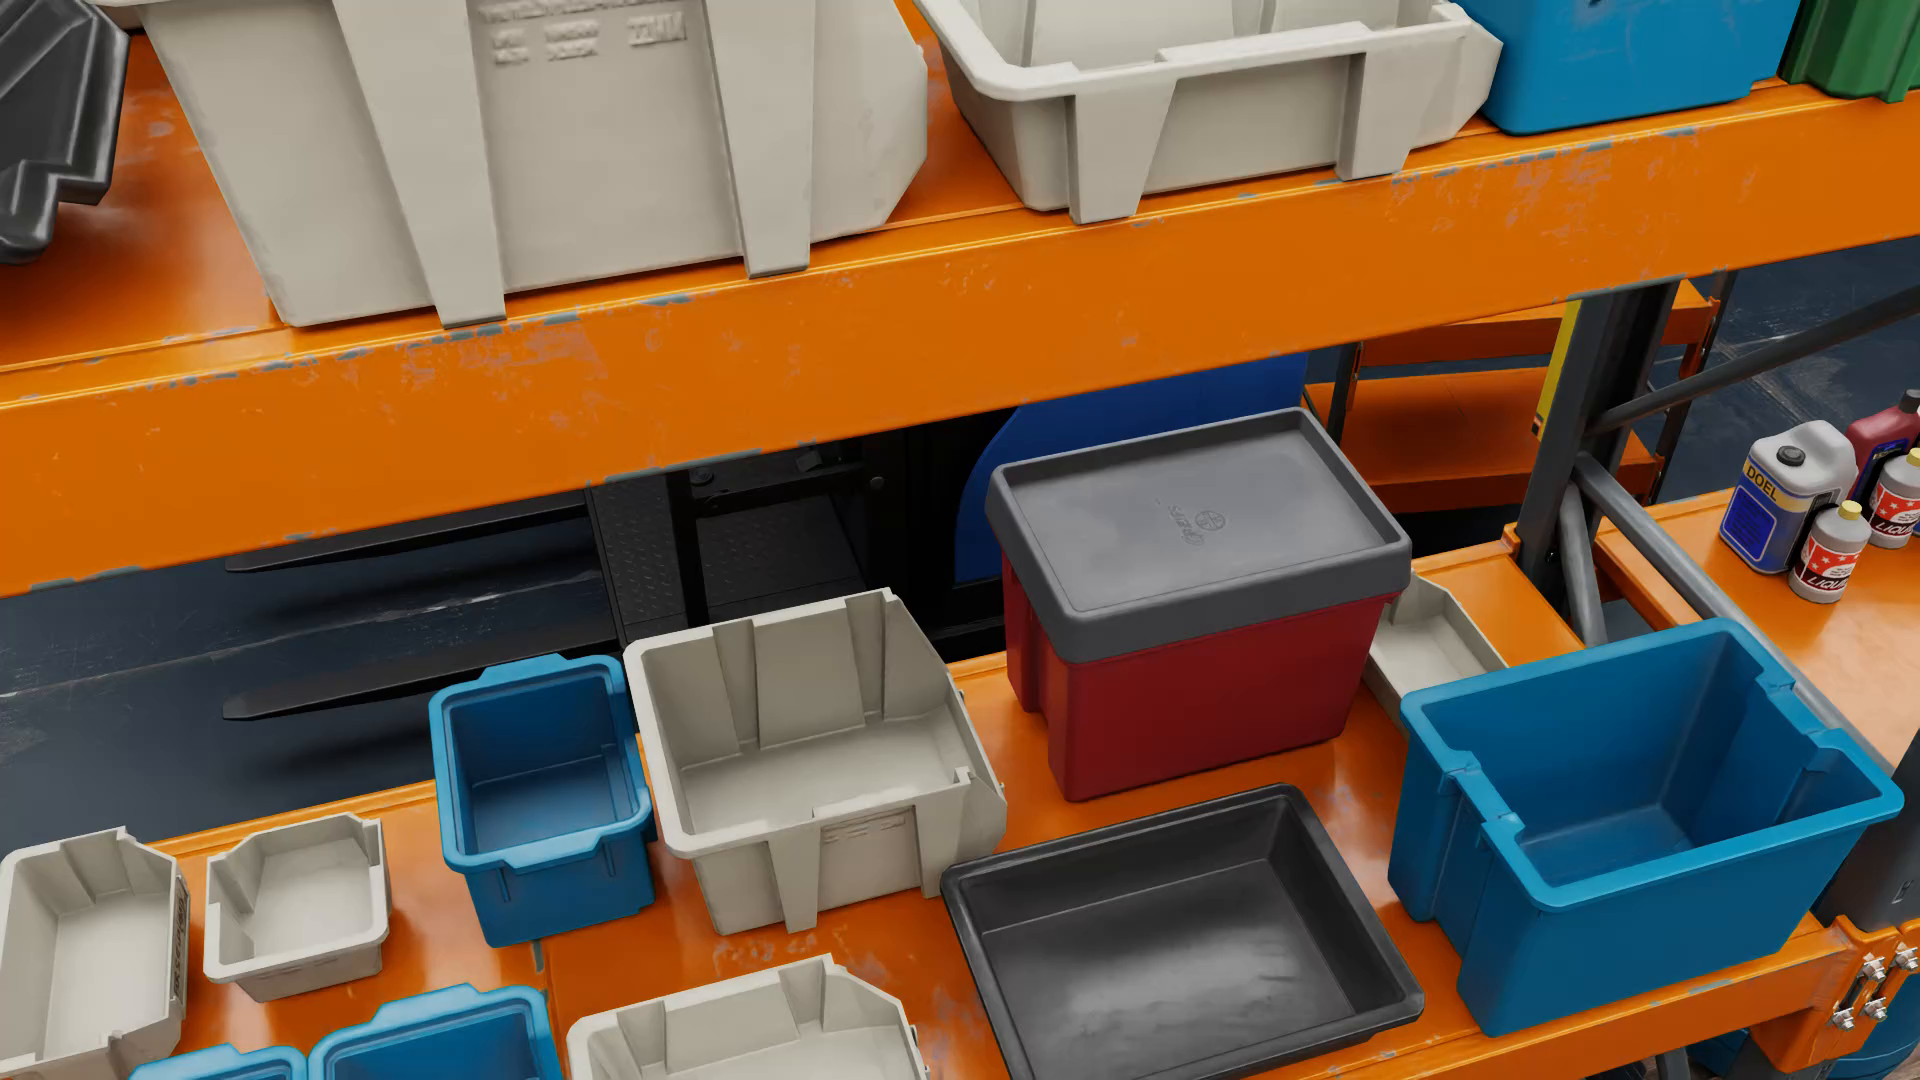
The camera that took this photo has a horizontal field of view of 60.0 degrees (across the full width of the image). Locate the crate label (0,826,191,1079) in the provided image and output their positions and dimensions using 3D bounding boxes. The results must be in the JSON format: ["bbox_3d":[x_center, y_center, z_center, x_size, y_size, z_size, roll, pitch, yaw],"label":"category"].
[{"bbox_3d":[-1.257,0.619,2.416,0.243,0.136,0.396,-12,42,-13],"label":"crate label"}]

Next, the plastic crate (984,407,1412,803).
[{"bbox_3d":[0.369,0.118,2.741,0.583,0.464,0.402,-12,42,-13],"label":"plastic crate"}]

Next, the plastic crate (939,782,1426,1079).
[{"bbox_3d":[0.309,0.616,2.428,0.590,0.125,0.437,-12,42,-13],"label":"plastic crate"}]

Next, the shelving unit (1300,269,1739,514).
[{"bbox_3d":[1.523,-0.446,4.905,1.048,1.125,0.538,-5,41,-5],"label":"shelving unit"}]

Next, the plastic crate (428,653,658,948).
[{"bbox_3d":[-0.638,0.410,2.583,0.300,0.233,0.416,-12,42,-13],"label":"plastic crate"}]

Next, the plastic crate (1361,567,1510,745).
[{"bbox_3d":[0.809,0.225,2.868,0.243,0.136,0.396,-12,42,-13],"label":"plastic crate"}]

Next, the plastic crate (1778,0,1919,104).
[{"bbox_3d":[0.983,-0.631,1.573,0.662,0.188,0.450,-12,42,-13],"label":"plastic crate"}]

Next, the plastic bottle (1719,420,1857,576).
[{"bbox_3d":[1.575,-0.088,3.166,0.135,0.276,0.152,-12,42,-13],"label":"plastic bottle"}]

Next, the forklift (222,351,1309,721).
[{"bbox_3d":[-0.600,-0.978,4.141,3.031,2.935,1.130,-12,43,-13],"label":"forklift"}]

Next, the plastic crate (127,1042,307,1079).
[{"bbox_3d":[-0.929,0.874,2.051,0.300,0.233,0.416,-12,42,-13],"label":"plastic crate"}]

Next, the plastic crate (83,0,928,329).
[{"bbox_3d":[-0.313,-0.393,1.230,0.530,0.282,0.437,-12,42,-13],"label":"plastic crate"}]

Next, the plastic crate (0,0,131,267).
[{"bbox_3d":[-0.980,-0.300,1.080,0.767,0.338,0.504,-12,42,-13],"label":"plastic crate"}]

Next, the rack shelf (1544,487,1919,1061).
[{"bbox_3d":[3.203,0.021,3.493,4.000,0.370,1.077,-12,42,-13],"label":"rack shelf"}]

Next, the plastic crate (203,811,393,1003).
[{"bbox_3d":[-0.980,0.549,2.496,0.250,0.136,0.298,-12,42,-13],"label":"plastic crate"}]

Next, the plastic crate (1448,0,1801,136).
[{"bbox_3d":[0.523,-0.541,1.436,0.300,0.233,0.416,-12,42,-13],"label":"plastic crate"}]

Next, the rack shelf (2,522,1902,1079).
[{"bbox_3d":[-0.612,0.812,2.588,4.000,0.370,1.077,-12,42,-13],"label":"rack shelf"}]

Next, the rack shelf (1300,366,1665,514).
[{"bbox_3d":[1.523,-0.262,5.066,1.000,0.278,0.538,-5,41,-5],"label":"rack shelf"}]

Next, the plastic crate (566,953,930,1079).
[{"bbox_3d":[-0.275,0.755,2.261,0.466,0.136,0.293,-12,42,-13],"label":"plastic crate"}]

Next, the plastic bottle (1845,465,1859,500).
[{"bbox_3d":[1.677,-0.100,3.236,0.097,0.201,0.097,0,41,0],"label":"plastic bottle"}]

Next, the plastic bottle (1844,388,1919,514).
[{"bbox_3d":[1.782,-0.166,3.248,0.133,0.283,0.061,-12,42,-13],"label":"plastic bottle"}]

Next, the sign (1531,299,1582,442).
[{"bbox_3d":[1.132,-0.304,3.108,0.005,0.325,0.100,-12,42,-13],"label":"sign"}]

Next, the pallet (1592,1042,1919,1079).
[{"bbox_3d":[2.044,1.069,3.866,1.213,0.211,1.003,-12,42,-13],"label":"pallet"}]

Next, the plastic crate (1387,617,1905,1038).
[{"bbox_3d":[0.953,0.435,2.438,0.575,0.384,0.392,-12,42,-13],"label":"plastic crate"}]

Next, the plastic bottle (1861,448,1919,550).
[{"bbox_3d":[1.823,-0.089,3.223,0.097,0.201,0.097,0,41,0],"label":"plastic bottle"}]

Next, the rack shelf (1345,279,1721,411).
[{"bbox_3d":[1.523,-0.666,4.713,1.000,0.278,0.538,-5,41,-5],"label":"rack shelf"}]

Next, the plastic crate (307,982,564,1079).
[{"bbox_3d":[-0.643,0.815,2.119,0.300,0.233,0.416,-12,42,-13],"label":"plastic crate"}]

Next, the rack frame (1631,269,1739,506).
[{"bbox_3d":[2.028,-0.487,4.952,0.032,1.125,0.500,-5,41,-5],"label":"rack frame"}]

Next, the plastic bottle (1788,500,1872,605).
[{"bbox_3d":[1.630,0.014,3.105,0.097,0.201,0.097,0,41,0],"label":"plastic bottle"}]

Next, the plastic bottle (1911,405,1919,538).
[{"bbox_3d":[1.923,-0.161,3.248,0.135,0.276,0.152,-12,42,-13],"label":"plastic bottle"}]

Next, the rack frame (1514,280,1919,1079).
[{"bbox_3d":[1.296,0.146,2.803,0.127,3.000,1.000,-12,42,-13],"label":"rack frame"}]

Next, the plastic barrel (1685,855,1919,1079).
[{"bbox_3d":[1.820,0.681,3.467,0.708,0.901,0.600,-12,42,-13],"label":"plastic barrel"}]

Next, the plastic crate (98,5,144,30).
[{"bbox_3d":[-0.623,-0.658,1.644,0.530,0.136,0.437,-12,42,-13],"label":"plastic crate"}]

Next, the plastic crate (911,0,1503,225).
[{"bbox_3d":[0.197,-0.395,1.342,0.466,0.136,0.293,-12,42,-13],"label":"plastic crate"}]

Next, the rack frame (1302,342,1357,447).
[{"bbox_3d":[1.018,-0.405,4.858,0.032,1.125,0.500,-5,41,-5],"label":"rack frame"}]

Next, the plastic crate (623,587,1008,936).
[{"bbox_3d":[-0.216,0.354,2.610,0.530,0.282,0.437,-12,42,-13],"label":"plastic crate"}]
